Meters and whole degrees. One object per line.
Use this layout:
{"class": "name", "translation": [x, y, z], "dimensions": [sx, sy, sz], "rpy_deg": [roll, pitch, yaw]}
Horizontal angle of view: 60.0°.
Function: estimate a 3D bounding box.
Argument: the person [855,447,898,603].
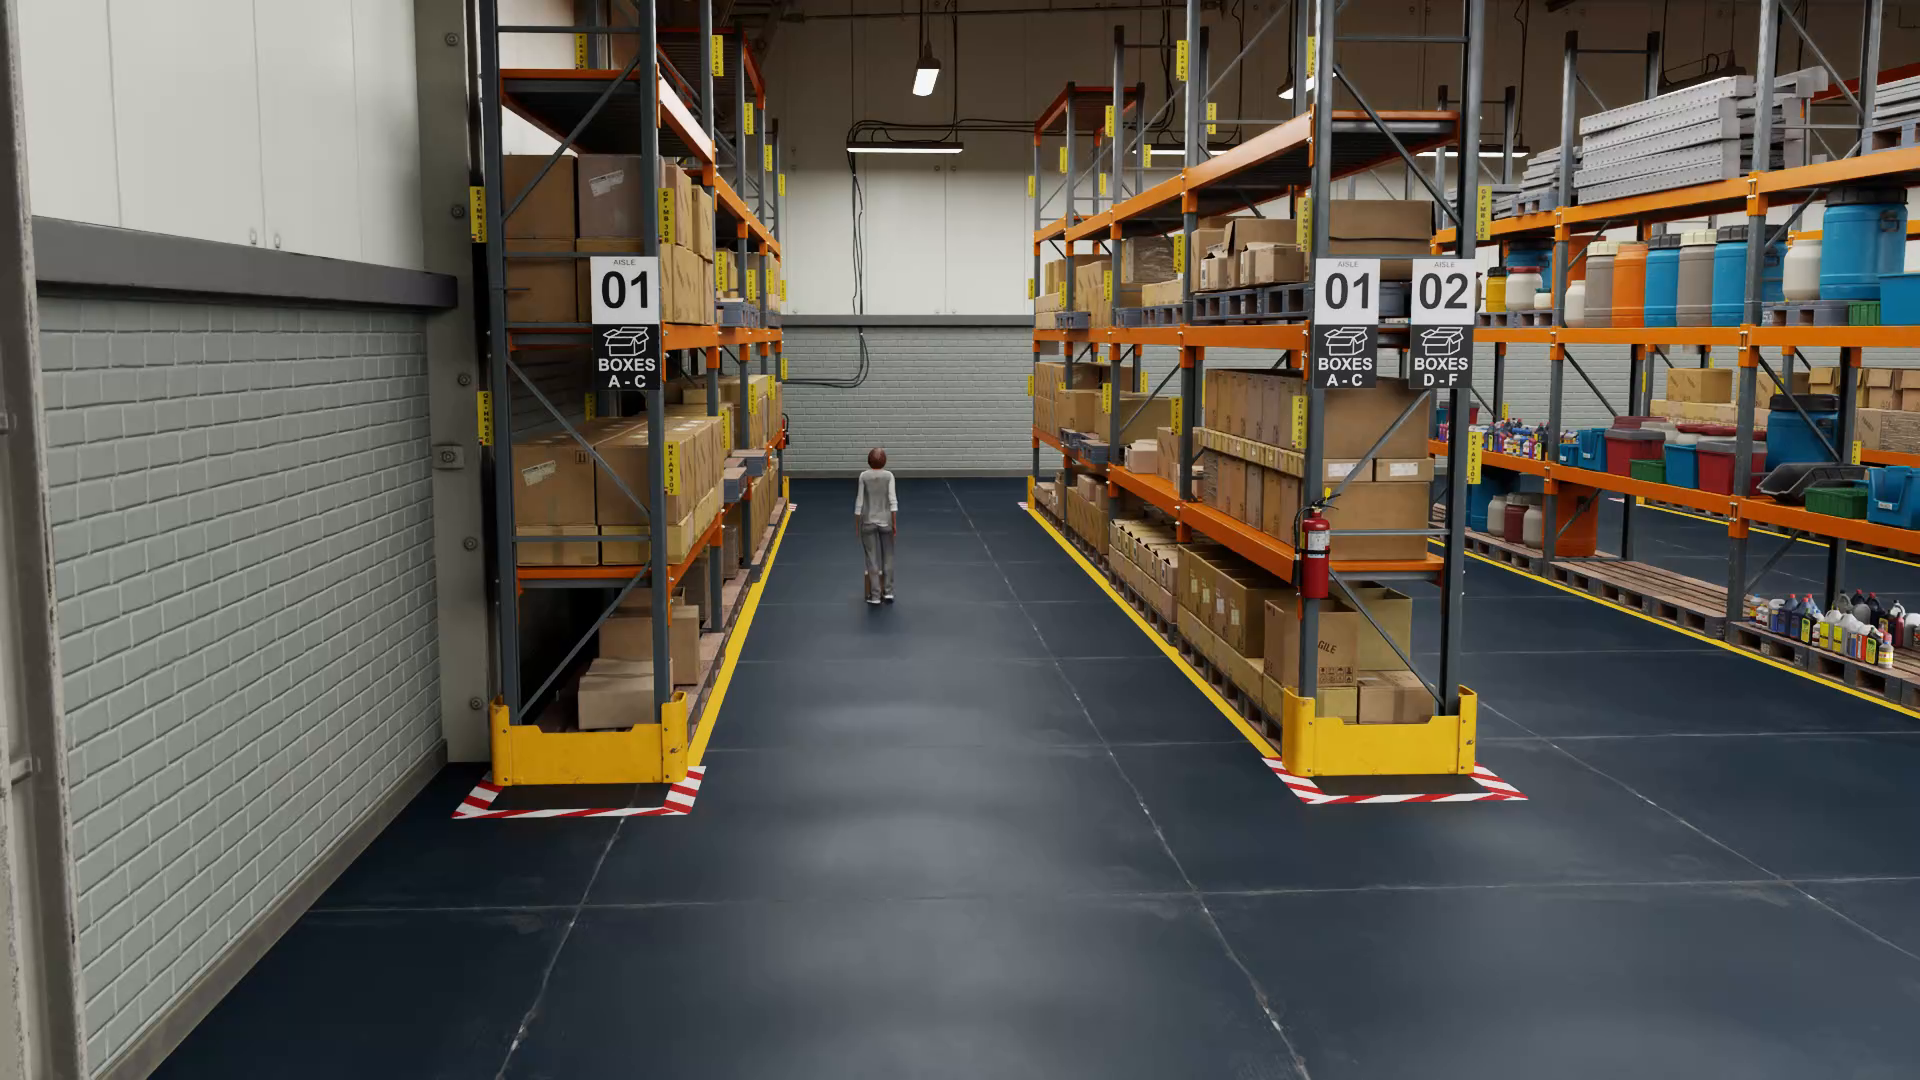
{"class": "person", "translation": [-0.868, -0.162, 17.038], "dimensions": [0.425, 1.592, 0.586], "rpy_deg": [-1, 7, -8]}
